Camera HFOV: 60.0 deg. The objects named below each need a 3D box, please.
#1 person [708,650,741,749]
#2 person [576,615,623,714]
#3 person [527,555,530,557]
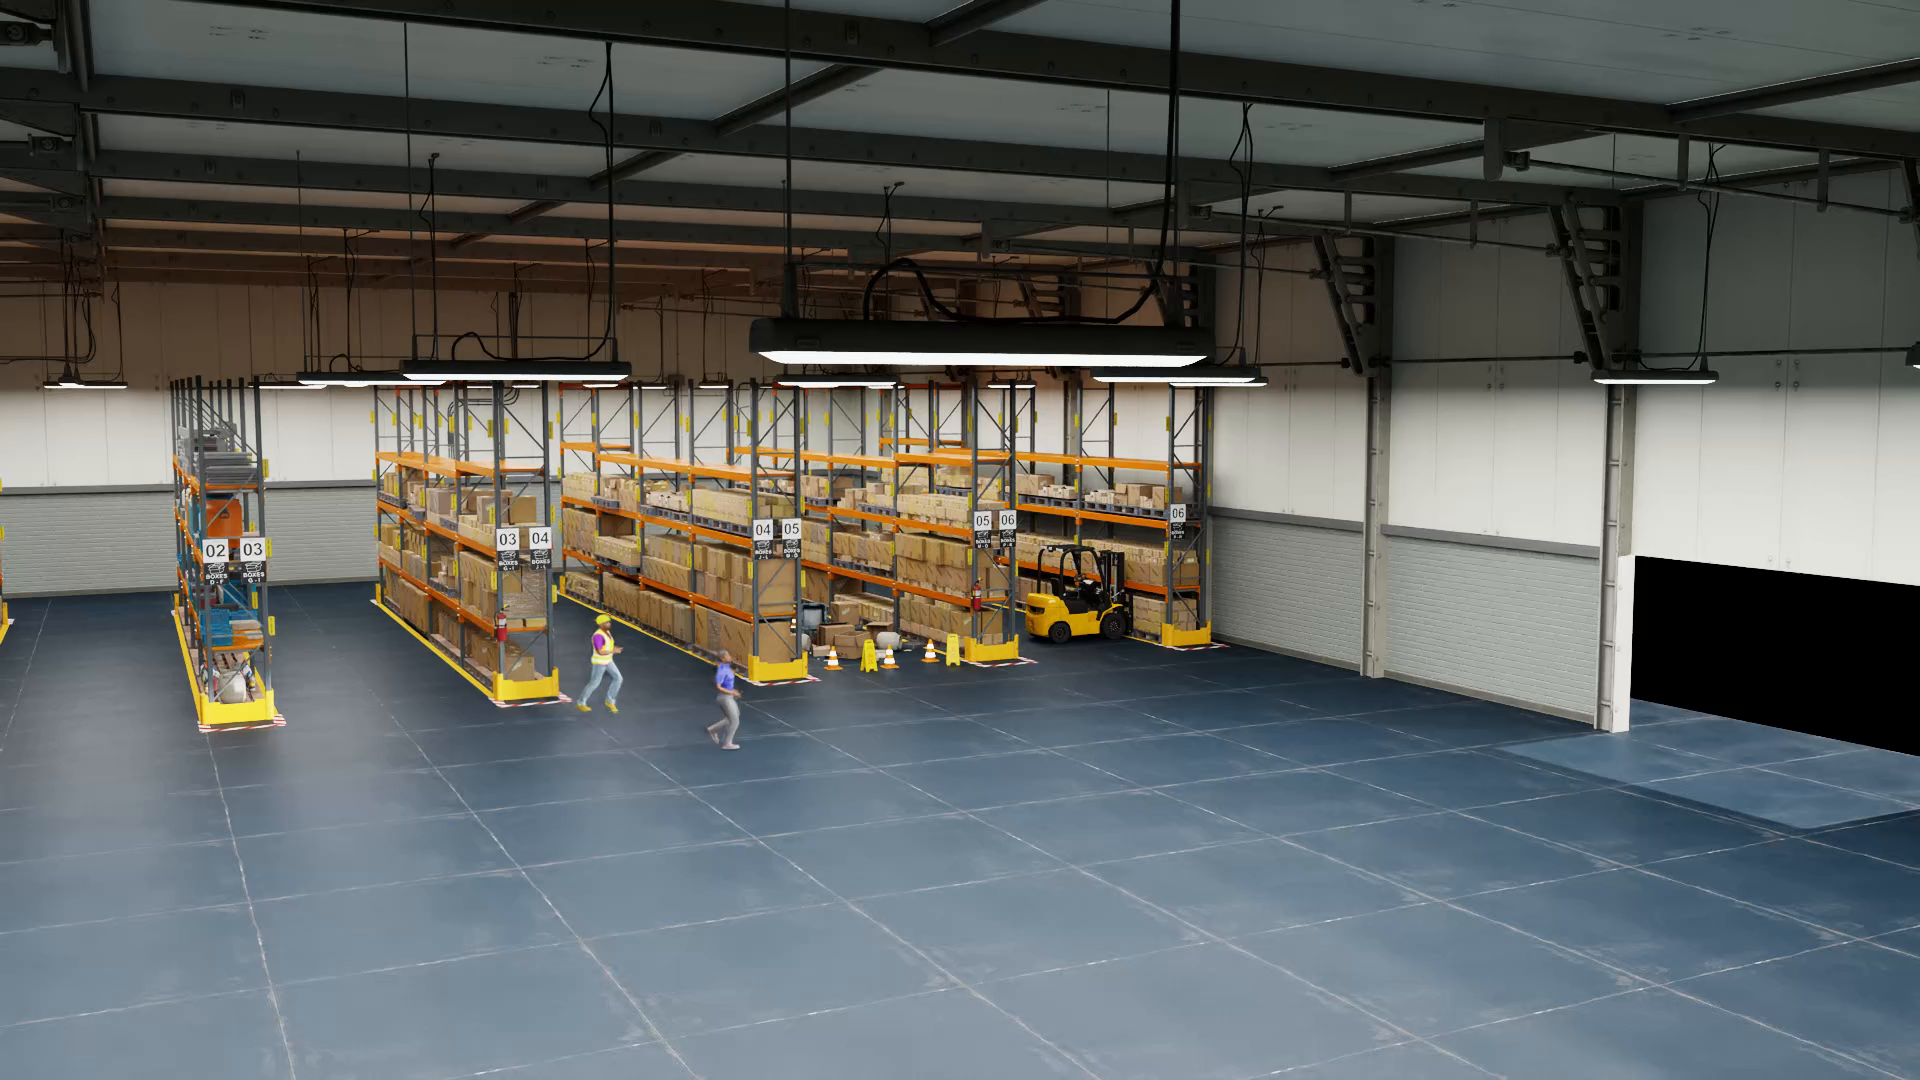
[{"bbox_3d":[-3.762,2.559,26.640,0.563,1.592,0.573,0,5,-1],"label":"person"},{"bbox_3d":[-6.374,2.216,29.598,0.888,1.798,0.712,1,5,11],"label":"person"},{"bbox_3d":[-12.186,0.648,47.494,0.712,1.752,0.793,2,6,25],"label":"person"}]
